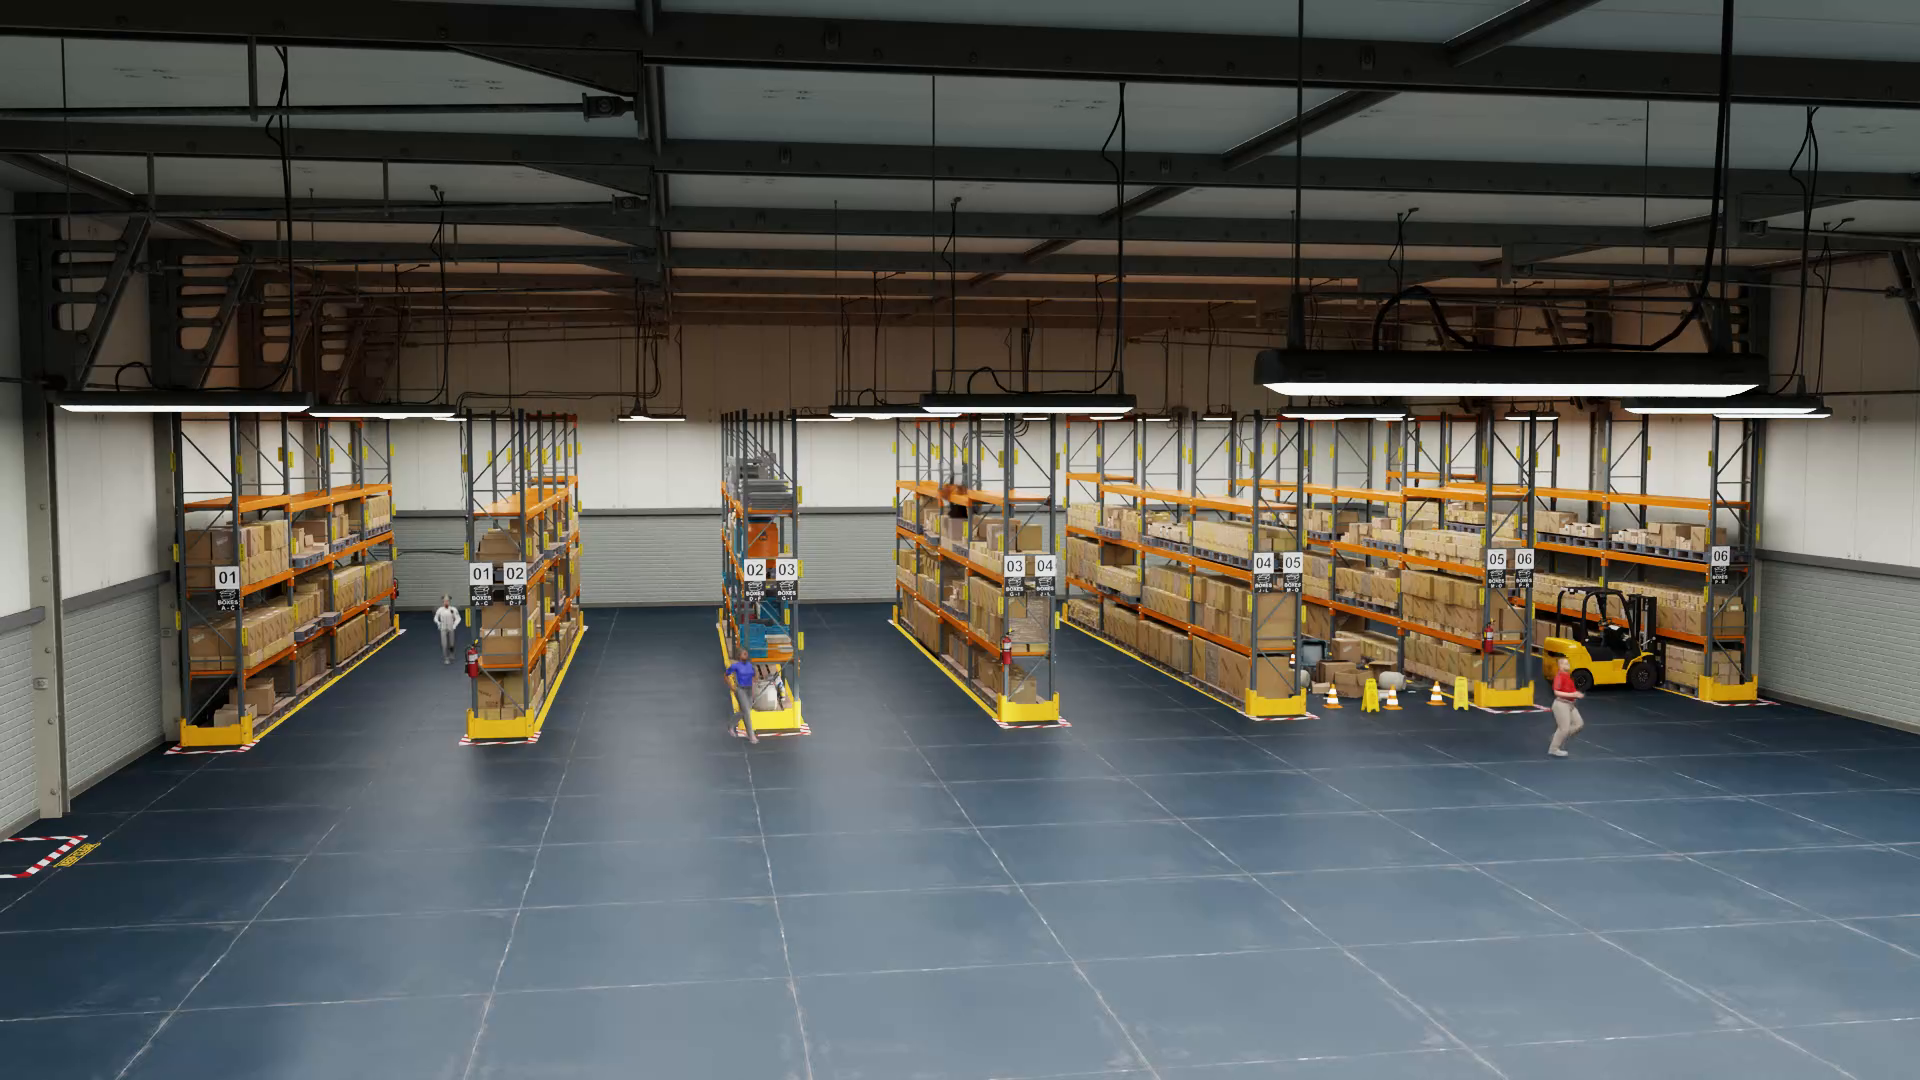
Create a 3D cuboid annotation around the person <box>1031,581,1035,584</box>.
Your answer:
[{"bbox_3d":[2.129,1.454,48.498,0.727,1.759,0.881,2,4,26],"label":"person"}]

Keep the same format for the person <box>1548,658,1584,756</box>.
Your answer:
[{"bbox_3d":[10.453,2.881,28.582,0.621,1.693,0.648,3,5,38],"label":"person"}]

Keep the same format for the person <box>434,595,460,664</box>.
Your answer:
[{"bbox_3d":[-12.220,2.135,39.631,0.611,1.643,0.548,-1,4,-16],"label":"person"}]

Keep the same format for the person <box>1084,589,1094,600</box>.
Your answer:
[{"bbox_3d":[3.882,1.390,49.953,0.493,1.677,0.749,1,4,21],"label":"person"}]

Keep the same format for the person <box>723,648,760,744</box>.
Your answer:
[{"bbox_3d":[-3.913,2.801,30.124,0.874,1.679,0.621,3,5,33],"label":"person"}]
